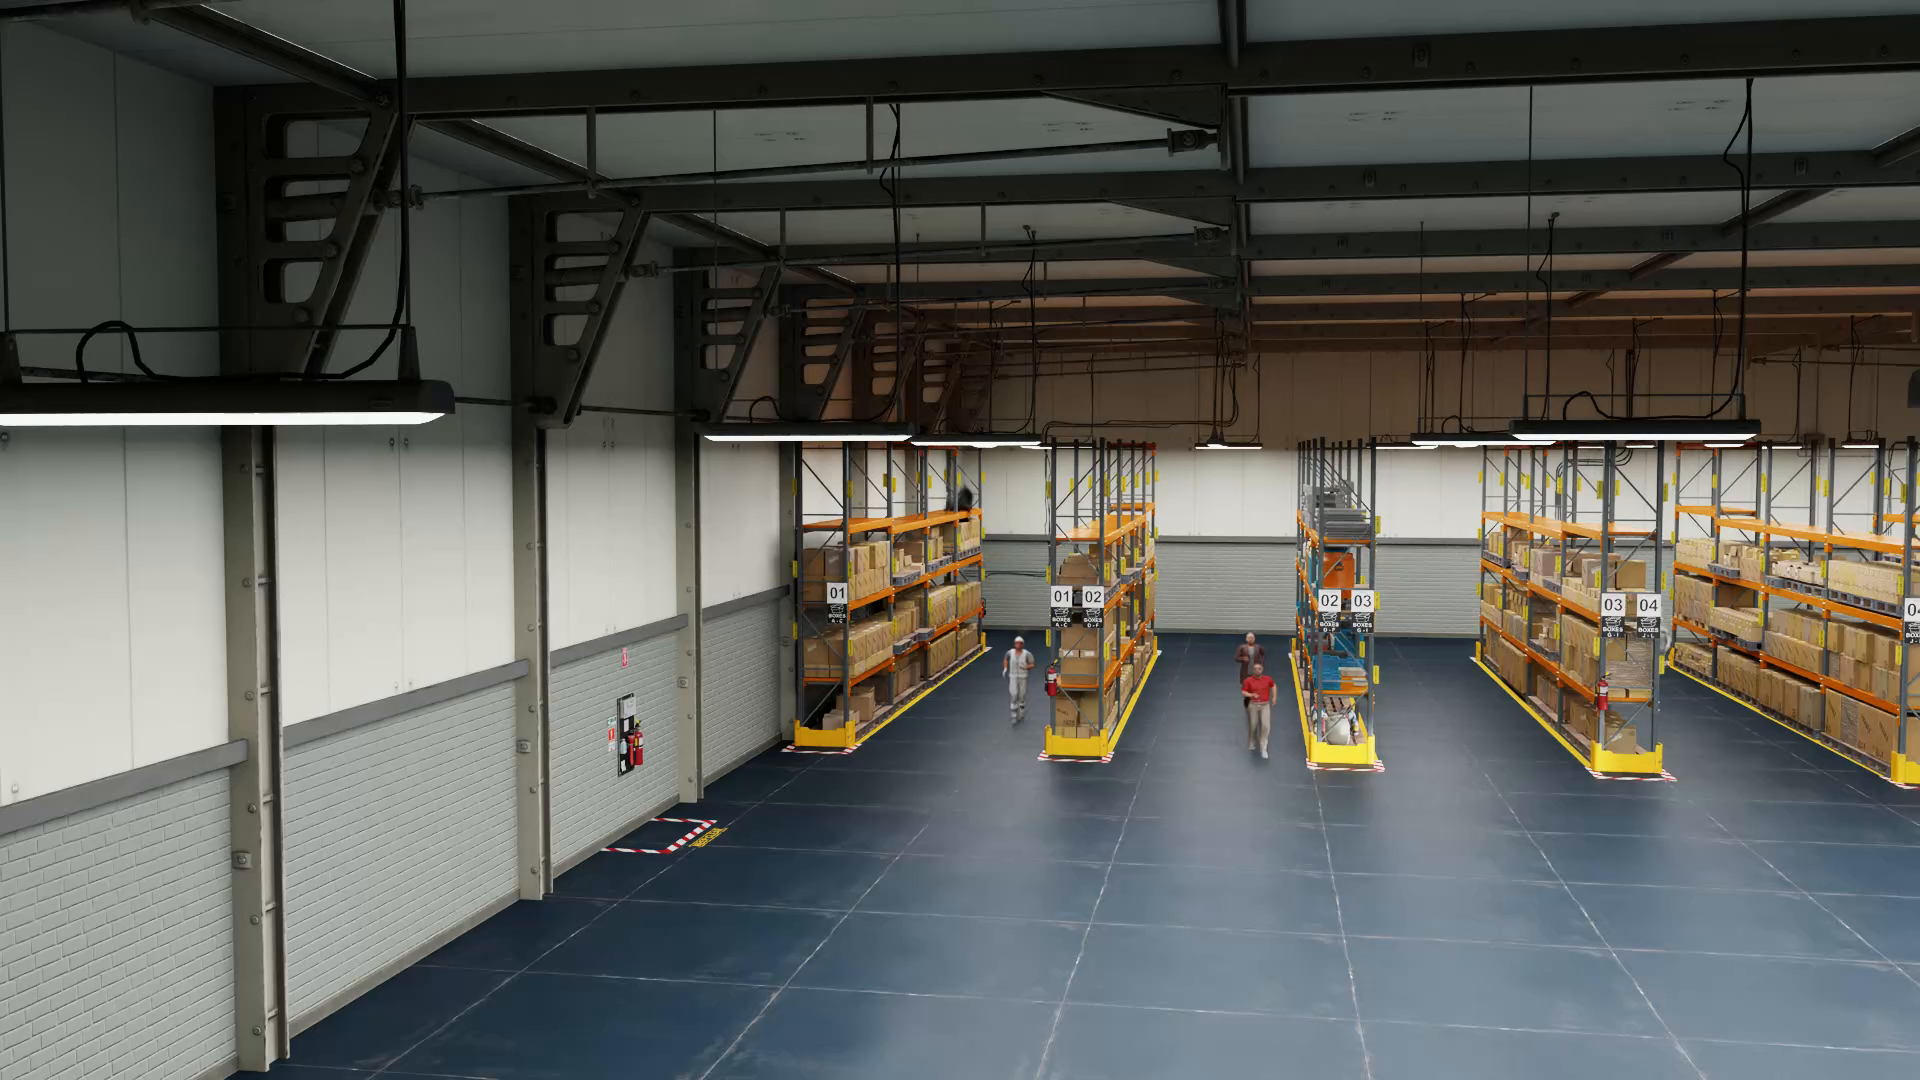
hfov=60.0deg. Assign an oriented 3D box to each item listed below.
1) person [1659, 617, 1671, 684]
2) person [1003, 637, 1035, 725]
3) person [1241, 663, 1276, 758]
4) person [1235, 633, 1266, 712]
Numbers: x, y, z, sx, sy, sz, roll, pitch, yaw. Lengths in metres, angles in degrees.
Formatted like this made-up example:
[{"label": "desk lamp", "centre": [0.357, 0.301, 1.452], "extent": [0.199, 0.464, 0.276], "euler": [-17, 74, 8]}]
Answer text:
[{"label": "person", "centre": [17.340, 2.724, 41.331], "extent": [0.657, 1.664, 0.530], "euler": [0, 3, 5]}, {"label": "person", "centre": [1.239, 2.940, 35.167], "extent": [0.677, 1.798, 0.894], "euler": [0, 3, 5]}, {"label": "person", "centre": [5.660, 3.221, 31.472], "extent": [0.670, 1.776, 0.822], "euler": [0, 3, 5]}, {"label": "person", "centre": [6.294, 2.933, 36.015], "extent": [0.685, 1.844, 0.793], "euler": [0, 3, 8]}]
